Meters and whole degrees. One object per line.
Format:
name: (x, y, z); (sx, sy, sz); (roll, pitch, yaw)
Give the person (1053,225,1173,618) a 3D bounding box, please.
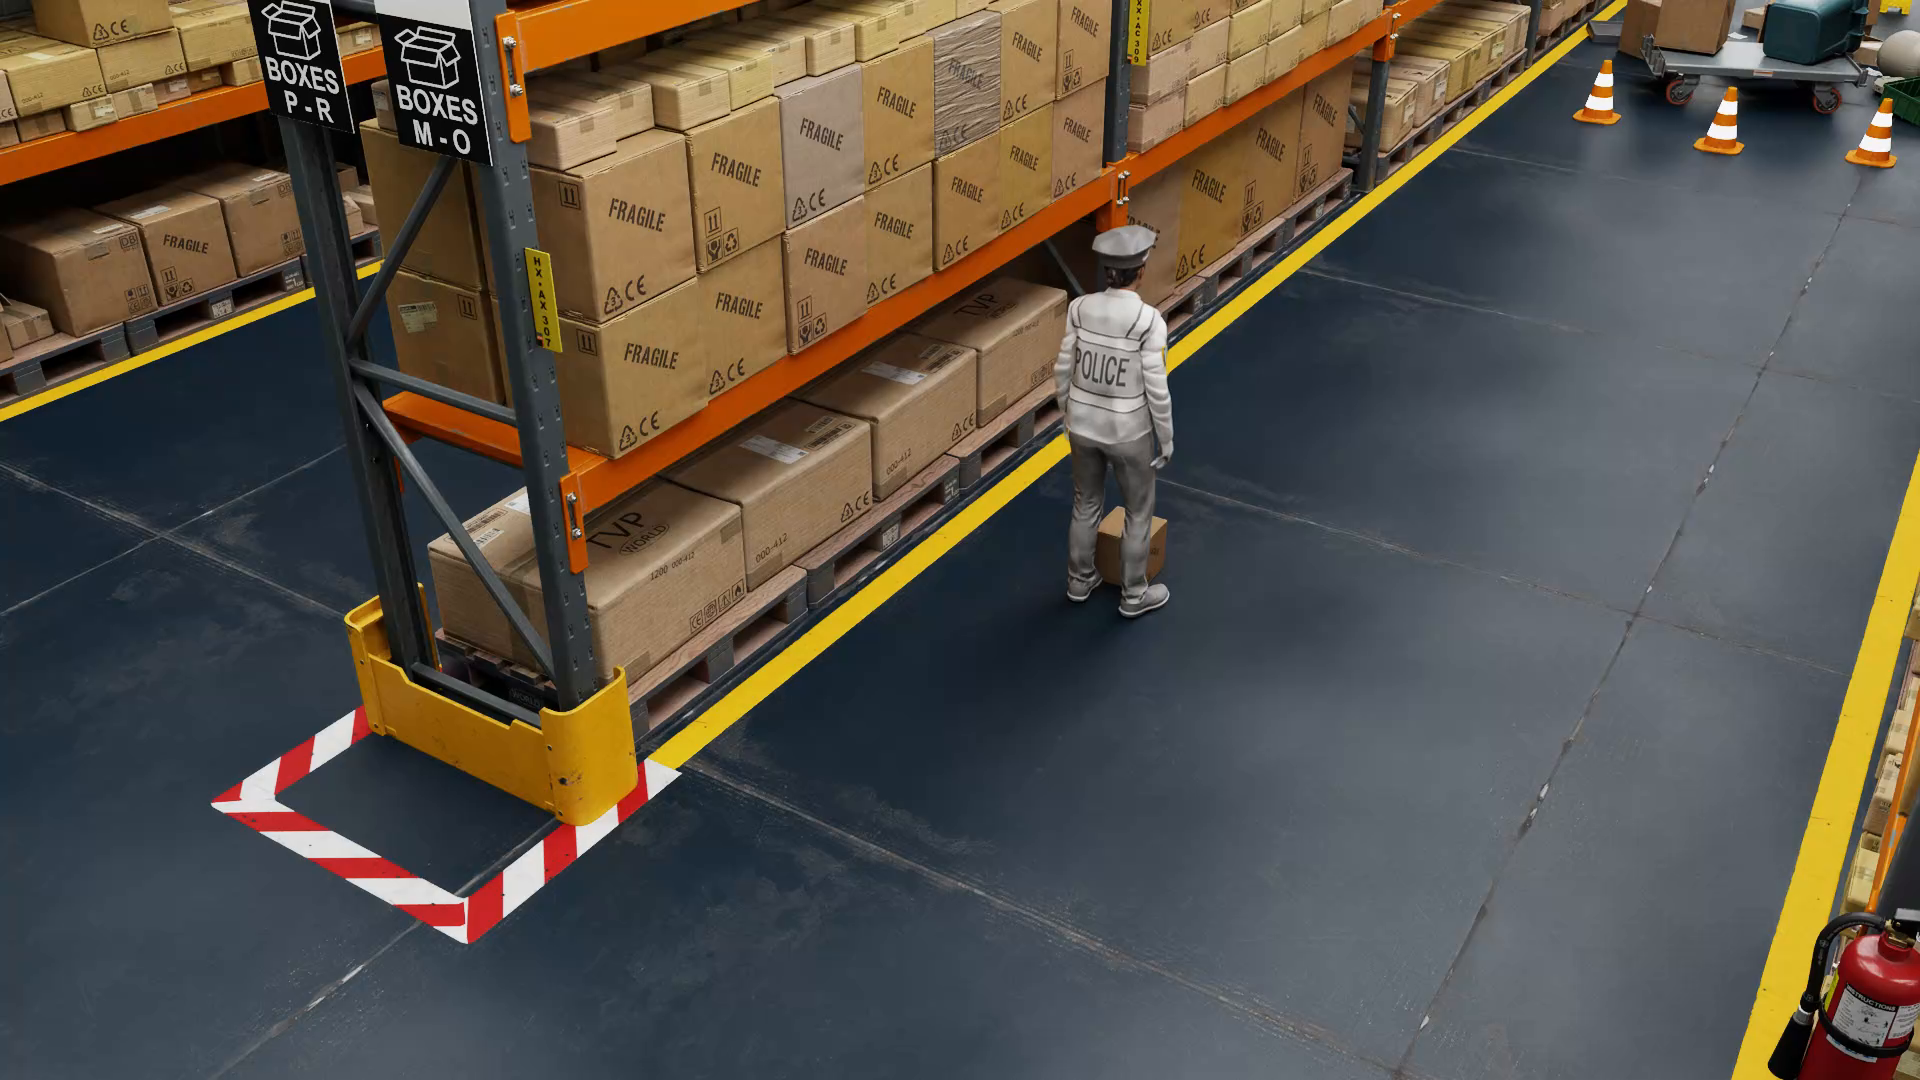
person: (0.638, -0.460, 6.905); (0.529, 1.663, 0.374); (18, 35, 28)
